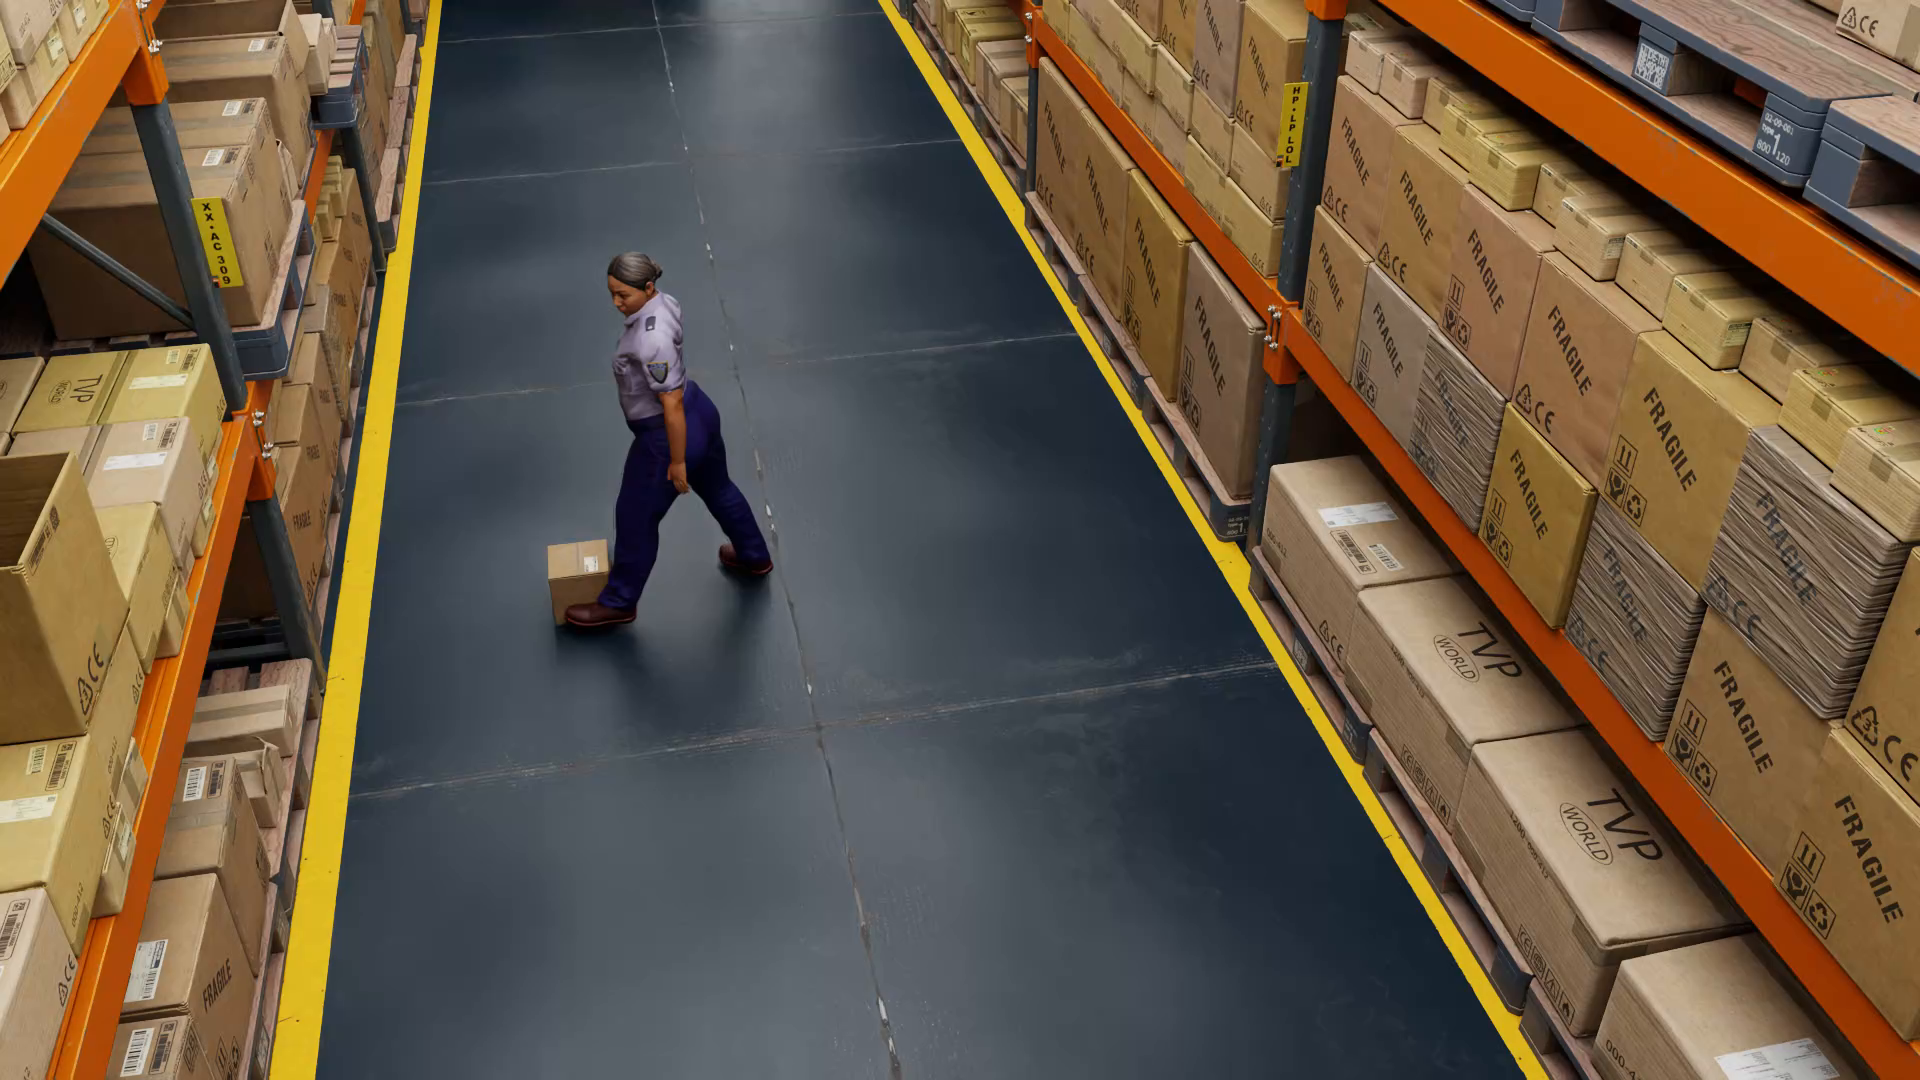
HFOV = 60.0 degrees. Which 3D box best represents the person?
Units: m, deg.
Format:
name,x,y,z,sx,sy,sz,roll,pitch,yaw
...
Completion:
name,x,y,z,sx,sy,sz,roll,pitch,yaw
person,-1.243,-0.439,6.786,0.810,1.611,0.657,3,35,4
